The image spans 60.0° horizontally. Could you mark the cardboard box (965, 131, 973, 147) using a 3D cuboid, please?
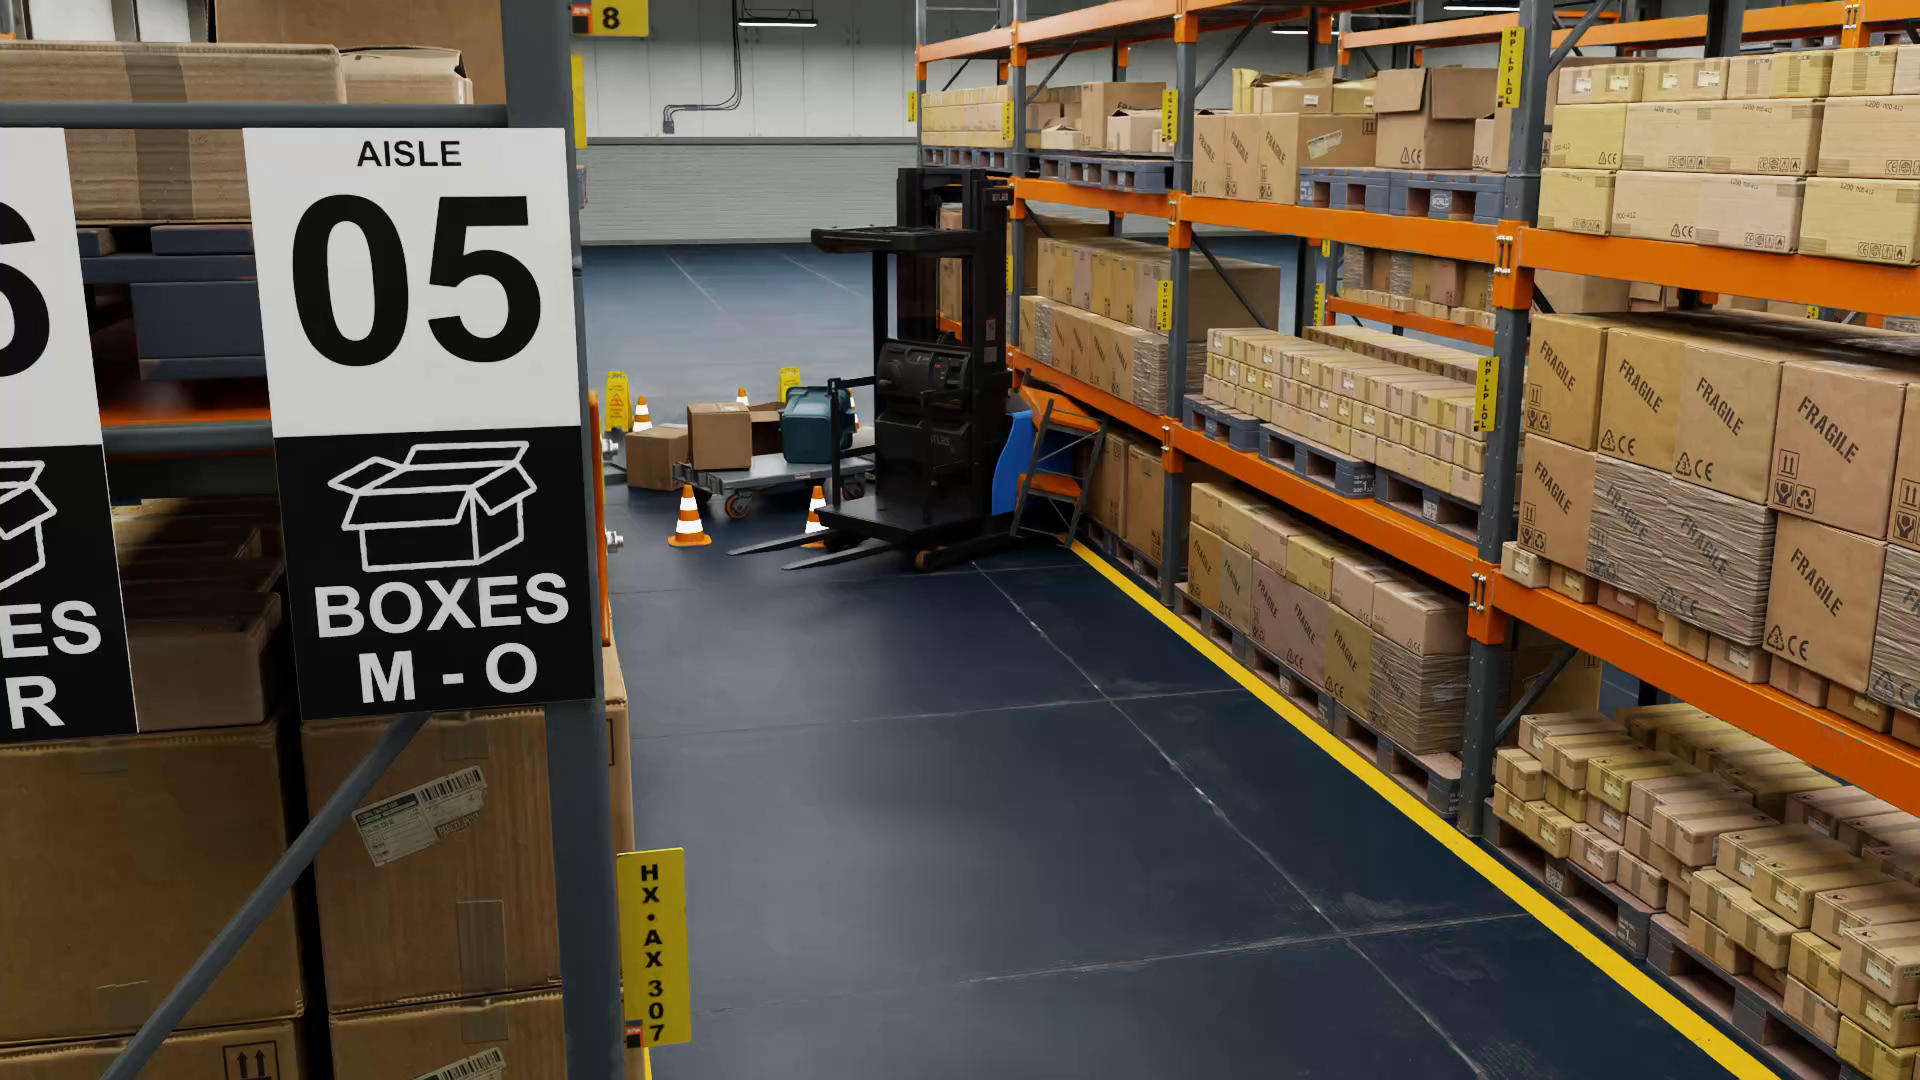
[{"bbox_3d":[0.264,-3.899,16.180,0.380,0.149,0.250,-3,14,-14],"label":"cardboard box"}]

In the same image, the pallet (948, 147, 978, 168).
[{"bbox_3d":[0.496,-3.836,16.673,1.003,0.211,1.213,-3,14,-13],"label":"pallet"}]

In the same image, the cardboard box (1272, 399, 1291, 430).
[{"bbox_3d":[2.066,-0.749,9.815,0.380,0.149,0.250,-3,14,-11],"label":"cardboard box"}]

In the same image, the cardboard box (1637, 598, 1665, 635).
[{"bbox_3d":[2.893,0.277,6.503,0.380,0.149,0.250,-4,14,-16],"label":"cardboard box"}]

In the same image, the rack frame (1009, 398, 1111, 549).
[{"bbox_3d":[0.770,-0.507,12.845,0.500,1.125,0.032,12,17,-12],"label":"rack frame"}]

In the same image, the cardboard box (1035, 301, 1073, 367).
[{"bbox_3d":[0.942,-1.747,14.048,0.500,0.500,0.500,-3,14,-13],"label":"cardboard box"}]

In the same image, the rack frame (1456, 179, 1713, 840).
[{"bbox_3d":[2.840,-0.106,7.540,1.000,3.000,0.127,-3,14,-13],"label":"rack frame"}]

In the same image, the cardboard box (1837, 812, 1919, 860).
[{"bbox_3d":[3.554,1.150,6.267,0.380,0.149,0.250,-4,14,-15],"label":"cardboard box"}]

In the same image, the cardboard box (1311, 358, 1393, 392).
[{"bbox_3d":[2.186,-0.921,9.269,0.380,0.149,0.250,-3,14,-14],"label":"cardboard box"}]

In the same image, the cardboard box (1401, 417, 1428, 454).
[{"bbox_3d":[2.436,-0.531,8.299,0.380,0.149,0.250,-3,14,-11],"label":"cardboard box"}]

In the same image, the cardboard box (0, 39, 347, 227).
[{"bbox_3d":[-1.202,-0.620,2.543,0.500,0.250,0.500,-5,14,-18],"label":"cardboard box"}]

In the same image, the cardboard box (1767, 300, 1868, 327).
[{"bbox_3d":[6.580,-1.657,12.792,0.500,0.500,0.500,-5,15,-20],"label":"cardboard box"}]

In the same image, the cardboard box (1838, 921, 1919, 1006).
[{"bbox_3d":[3.105,1.365,5.389,0.380,0.149,0.250,-3,14,-11],"label":"cardboard box"}]

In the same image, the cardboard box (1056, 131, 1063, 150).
[{"bbox_3d":[0.963,-3.286,13.670,0.250,0.149,0.380,-3,14,-13],"label":"cardboard box"}]

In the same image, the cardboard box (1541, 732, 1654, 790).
[{"bbox_3d":[2.726,0.944,7.112,0.380,0.149,0.250,-3,14,-10],"label":"cardboard box"}]

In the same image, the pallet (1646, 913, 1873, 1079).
[{"bbox_3d":[3.322,1.684,6.091,1.003,0.211,1.213,-3,14,-13],"label":"pallet"}]

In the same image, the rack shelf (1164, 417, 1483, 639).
[{"bbox_3d":[2.370,-0.218,9.514,1.077,0.370,4.000,-3,14,-13],"label":"rack shelf"}]

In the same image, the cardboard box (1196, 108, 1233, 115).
[{"bbox_3d":[1.944,-2.874,11.644,0.500,0.311,0.500,-3,14,-13],"label":"cardboard box"}]

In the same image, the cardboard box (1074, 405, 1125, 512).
[{"bbox_3d":[1.417,-0.702,13.834,1.050,0.750,0.750,-3,14,-13],"label":"cardboard box"}]

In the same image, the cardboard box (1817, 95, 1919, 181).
[{"bbox_3d":[3.078,-1.256,5.189,0.500,0.250,0.500,-4,14,-16],"label":"cardboard box"}]

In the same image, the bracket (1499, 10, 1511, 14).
[{"bbox_3d":[14.432,-13.926,43.884,0.235,0.232,0.430,-3,14,-13],"label":"bracket"}]

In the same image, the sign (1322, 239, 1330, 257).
[{"bbox_3d":[4.339,-3.518,19.681,0.100,0.325,0.005,-3,14,-13],"label":"sign"}]

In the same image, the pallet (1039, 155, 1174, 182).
[{"bbox_3d":[1.224,-3.107,13.906,0.805,0.209,1.217,-4,14,-15],"label":"pallet"}]

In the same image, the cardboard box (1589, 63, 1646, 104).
[{"bbox_3d":[2.704,-1.781,6.501,0.380,0.149,0.250,-4,14,-16],"label":"cardboard box"}]

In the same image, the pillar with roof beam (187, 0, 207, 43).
[{"bbox_3d":[-10.346,-9.393,32.914,9.100,9.000,0.400,-3,14,-13],"label":"pillar with roof beam"}]

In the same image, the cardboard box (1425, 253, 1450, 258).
[{"bbox_3d":[5.198,-3.203,17.271,0.500,0.500,0.500,-3,14,-13],"label":"cardboard box"}]

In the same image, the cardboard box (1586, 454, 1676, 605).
[{"bbox_3d":[2.834,-0.057,6.502,0.500,0.500,0.500,-3,14,-13],"label":"cardboard box"}]

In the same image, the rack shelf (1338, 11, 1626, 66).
[{"bbox_3d":[5.336,-5.229,17.393,1.077,0.370,4.000,-3,14,-13],"label":"rack shelf"}]

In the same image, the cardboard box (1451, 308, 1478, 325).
[{"bbox_3d":[5.253,-2.286,16.995,0.380,0.149,0.250,-3,14,-13],"label":"cardboard box"}]

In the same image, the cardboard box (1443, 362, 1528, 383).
[{"bbox_3d":[2.890,-0.892,9.147,0.380,0.149,0.250,-3,14,-11],"label":"cardboard box"}]

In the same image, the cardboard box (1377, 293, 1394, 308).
[{"bbox_3d":[4.917,-2.694,18.665,0.380,0.149,0.250,-3,14,-13],"label":"cardboard box"}]

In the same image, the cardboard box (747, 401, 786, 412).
[{"bbox_3d":[-1.893,-1.098,16.862,0.637,0.503,0.797,10,17,35],"label":"cardboard box"}]

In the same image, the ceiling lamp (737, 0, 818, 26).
[{"bbox_3d":[-4.641,-14.542,41.691,2.000,3.185,0.800,-3,14,-13],"label":"ceiling lamp"}]

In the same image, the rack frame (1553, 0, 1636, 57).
[{"bbox_3d":[5.806,-5.119,15.418,1.000,3.000,0.127,-3,14,-13],"label":"rack frame"}]

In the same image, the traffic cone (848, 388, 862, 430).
[{"bbox_3d":[-1.234,-1.440,18.347,0.336,0.463,0.334,-3,14,-13],"label":"traffic cone"}]

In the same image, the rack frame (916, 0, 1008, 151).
[{"bbox_3d":[0.022,-5.788,18.159,1.000,3.000,0.127,-3,14,-13],"label":"rack frame"}]

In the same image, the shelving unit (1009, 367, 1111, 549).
[{"bbox_3d":[0.703,-0.674,13.321,0.538,1.125,1.048,12,17,-12],"label":"shelving unit"}]

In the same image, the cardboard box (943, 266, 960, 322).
[{"bbox_3d":[0.313,-2.602,17.442,0.875,0.550,0.550,-3,14,-13],"label":"cardboard box"}]

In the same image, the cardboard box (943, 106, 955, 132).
[{"bbox_3d":[0.125,-4.297,16.966,0.500,0.250,0.500,-3,14,-14],"label":"cardboard box"}]

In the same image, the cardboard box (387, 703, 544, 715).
[{"bbox_3d":[-0.823,0.169,2.729,0.380,0.149,0.250,-3,14,-12],"label":"cardboard box"}]

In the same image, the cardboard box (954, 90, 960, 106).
[{"bbox_3d":[0.148,-4.402,16.559,0.380,0.149,0.250,-3,14,-12],"label":"cardboard box"}]

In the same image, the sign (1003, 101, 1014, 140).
[{"bbox_3d":[0.422,-3.667,14.539,0.100,0.325,0.005,-3,14,-13],"label":"sign"}]

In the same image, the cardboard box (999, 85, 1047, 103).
[{"bbox_3d":[0.565,-3.993,14.884,0.380,0.149,0.250,-3,14,-14],"label":"cardboard box"}]

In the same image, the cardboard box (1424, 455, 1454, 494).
[{"bbox_3d":[2.492,-0.328,8.095,0.380,0.149,0.250,-3,14,-13],"label":"cardboard box"}]

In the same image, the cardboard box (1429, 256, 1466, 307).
[{"bbox_3d":[5.462,-2.732,17.452,0.875,0.500,0.500,-3,14,-13],"label":"cardboard box"}]

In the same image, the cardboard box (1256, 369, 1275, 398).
[{"bbox_3d":[2.010,-0.950,10.015,0.380,0.149,0.250,-3,14,-13],"label":"cardboard box"}]

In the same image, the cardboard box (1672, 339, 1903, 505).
[{"bbox_3d":[2.934,-0.430,5.924,0.500,0.500,0.500,-3,14,-12],"label":"cardboard box"}]

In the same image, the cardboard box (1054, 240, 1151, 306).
[{"bbox_3d":[1.206,-2.253,14.011,0.700,0.500,0.500,-4,14,-14],"label":"cardboard box"}]

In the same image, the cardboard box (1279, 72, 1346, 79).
[{"bbox_3d":[2.248,-2.827,10.536,0.396,0.266,0.258,-3,14,-13],"label":"cardboard box"}]

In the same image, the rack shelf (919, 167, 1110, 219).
[{"bbox_3d":[0.491,-3.520,16.712,1.077,0.370,4.000,-3,14,-13],"label":"rack shelf"}]

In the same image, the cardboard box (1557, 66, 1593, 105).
[{"bbox_3d":[2.673,-1.846,6.765,0.380,0.149,0.250,-4,14,-14],"label":"cardboard box"}]

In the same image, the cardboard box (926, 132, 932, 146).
[{"bbox_3d":[-0.149,-4.306,17.846,0.380,0.149,0.250,-3,14,-13],"label":"cardboard box"}]

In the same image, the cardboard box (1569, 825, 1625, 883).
[{"bbox_3d":[2.784,1.293,6.937,0.380,0.149,0.250,-3,14,-13],"label":"cardboard box"}]

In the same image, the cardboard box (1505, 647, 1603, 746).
[{"bbox_3d":[2.924,0.719,8.545,0.500,0.500,0.500,-3,14,-11],"label":"cardboard box"}]

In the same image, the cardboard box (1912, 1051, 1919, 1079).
[{"bbox_3d":[3.245,1.712,5.220,0.380,0.149,0.250,-3,14,-13],"label":"cardboard box"}]

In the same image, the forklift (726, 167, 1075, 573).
[{"bbox_3d":[-0.426,-1.315,12.635,1.130,2.935,3.031,12,18,41],"label":"forklift"}]

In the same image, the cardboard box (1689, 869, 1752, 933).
[{"bbox_3d":[2.953,1.328,6.164,0.380,0.149,0.250,-3,14,-14],"label":"cardboard box"}]

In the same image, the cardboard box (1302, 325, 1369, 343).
[{"bbox_3d":[2.461,-1.312,10.868,0.380,0.149,0.250,-4,14,-15],"label":"cardboard box"}]

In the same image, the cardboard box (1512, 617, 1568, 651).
[{"bbox_3d":[2.923,0.355,8.456,0.500,0.250,0.500,-4,14,-16],"label":"cardboard box"}]

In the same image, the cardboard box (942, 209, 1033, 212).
[{"bbox_3d":[0.290,-3.262,17.868,0.875,0.550,0.550,-3,14,-13],"label":"cardboard box"}]
